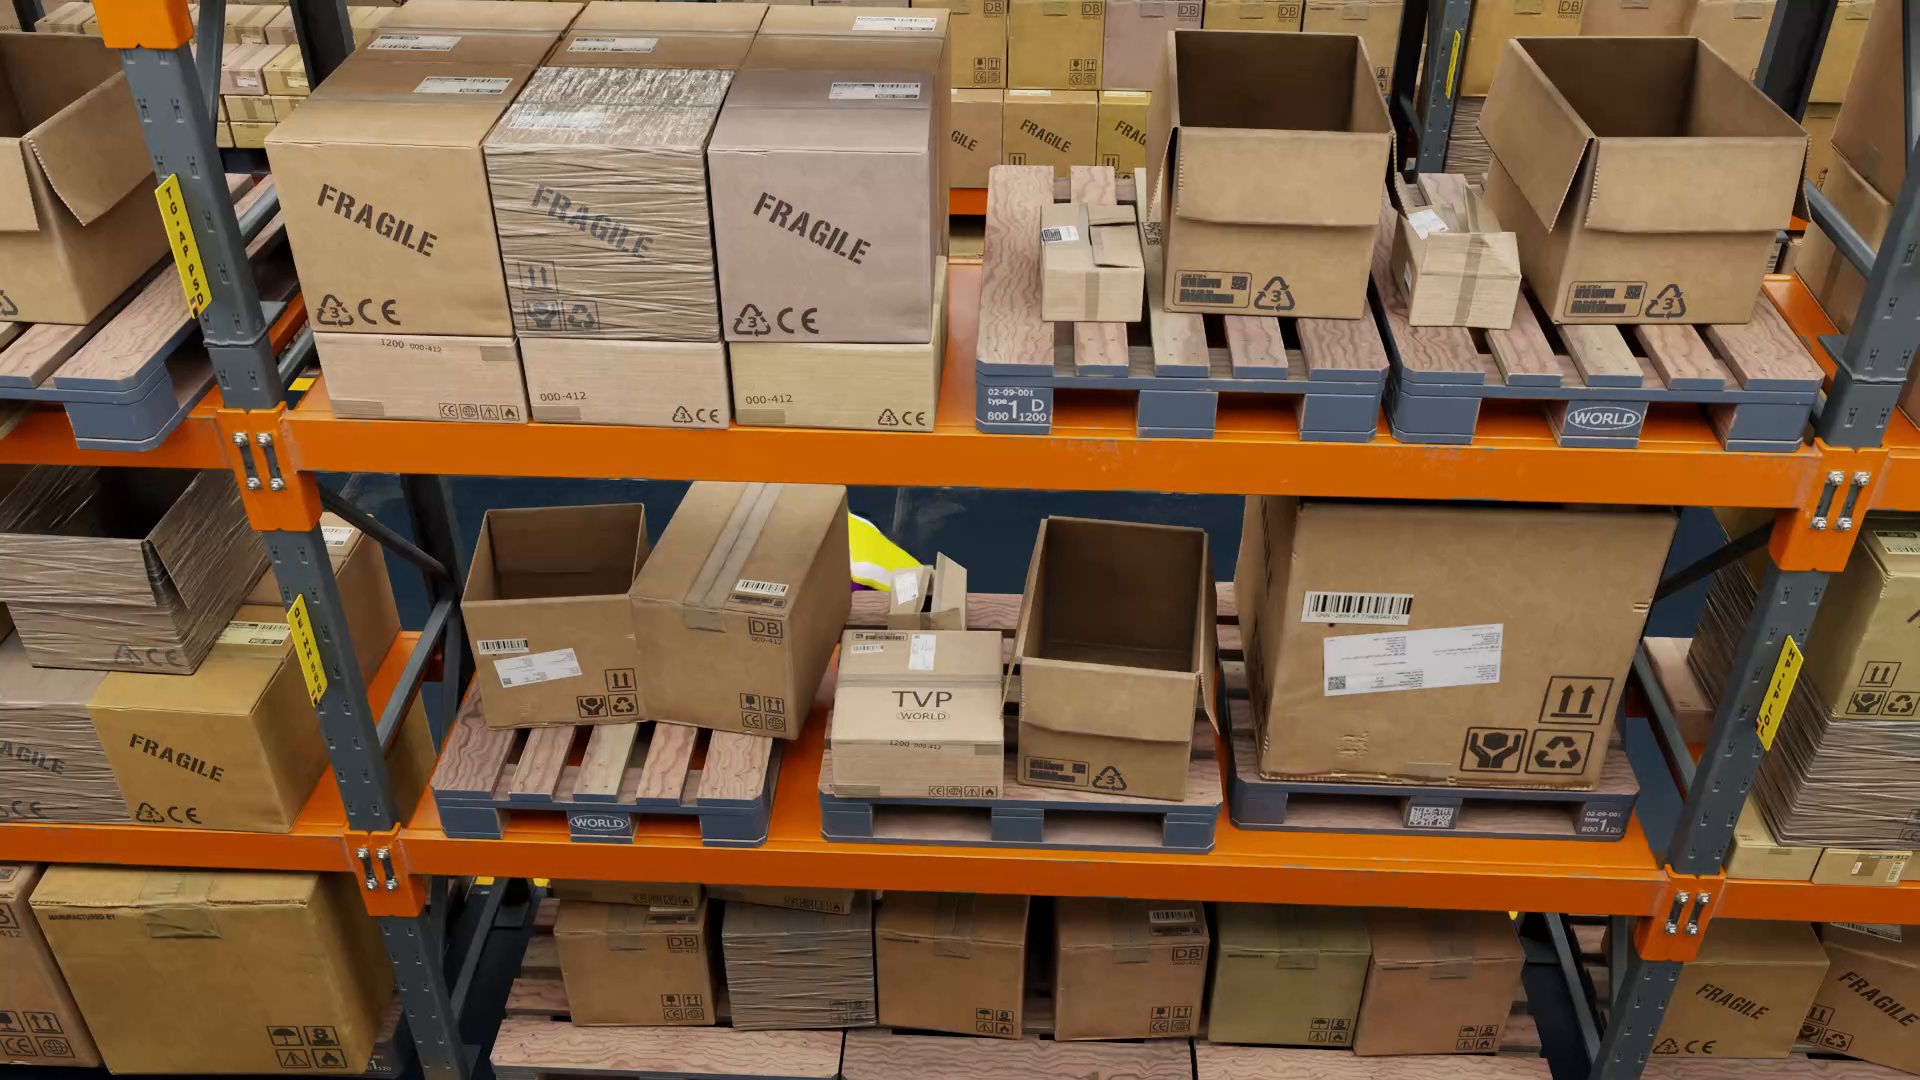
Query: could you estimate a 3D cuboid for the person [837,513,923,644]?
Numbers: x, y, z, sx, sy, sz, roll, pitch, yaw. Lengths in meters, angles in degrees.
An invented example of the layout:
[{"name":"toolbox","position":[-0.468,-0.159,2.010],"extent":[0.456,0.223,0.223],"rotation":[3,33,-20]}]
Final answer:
[{"name":"person","position":[-0.438,0.397,6.928],"extent":[0.802,1.317,0.630],"rotation":[0,35,0]}]
